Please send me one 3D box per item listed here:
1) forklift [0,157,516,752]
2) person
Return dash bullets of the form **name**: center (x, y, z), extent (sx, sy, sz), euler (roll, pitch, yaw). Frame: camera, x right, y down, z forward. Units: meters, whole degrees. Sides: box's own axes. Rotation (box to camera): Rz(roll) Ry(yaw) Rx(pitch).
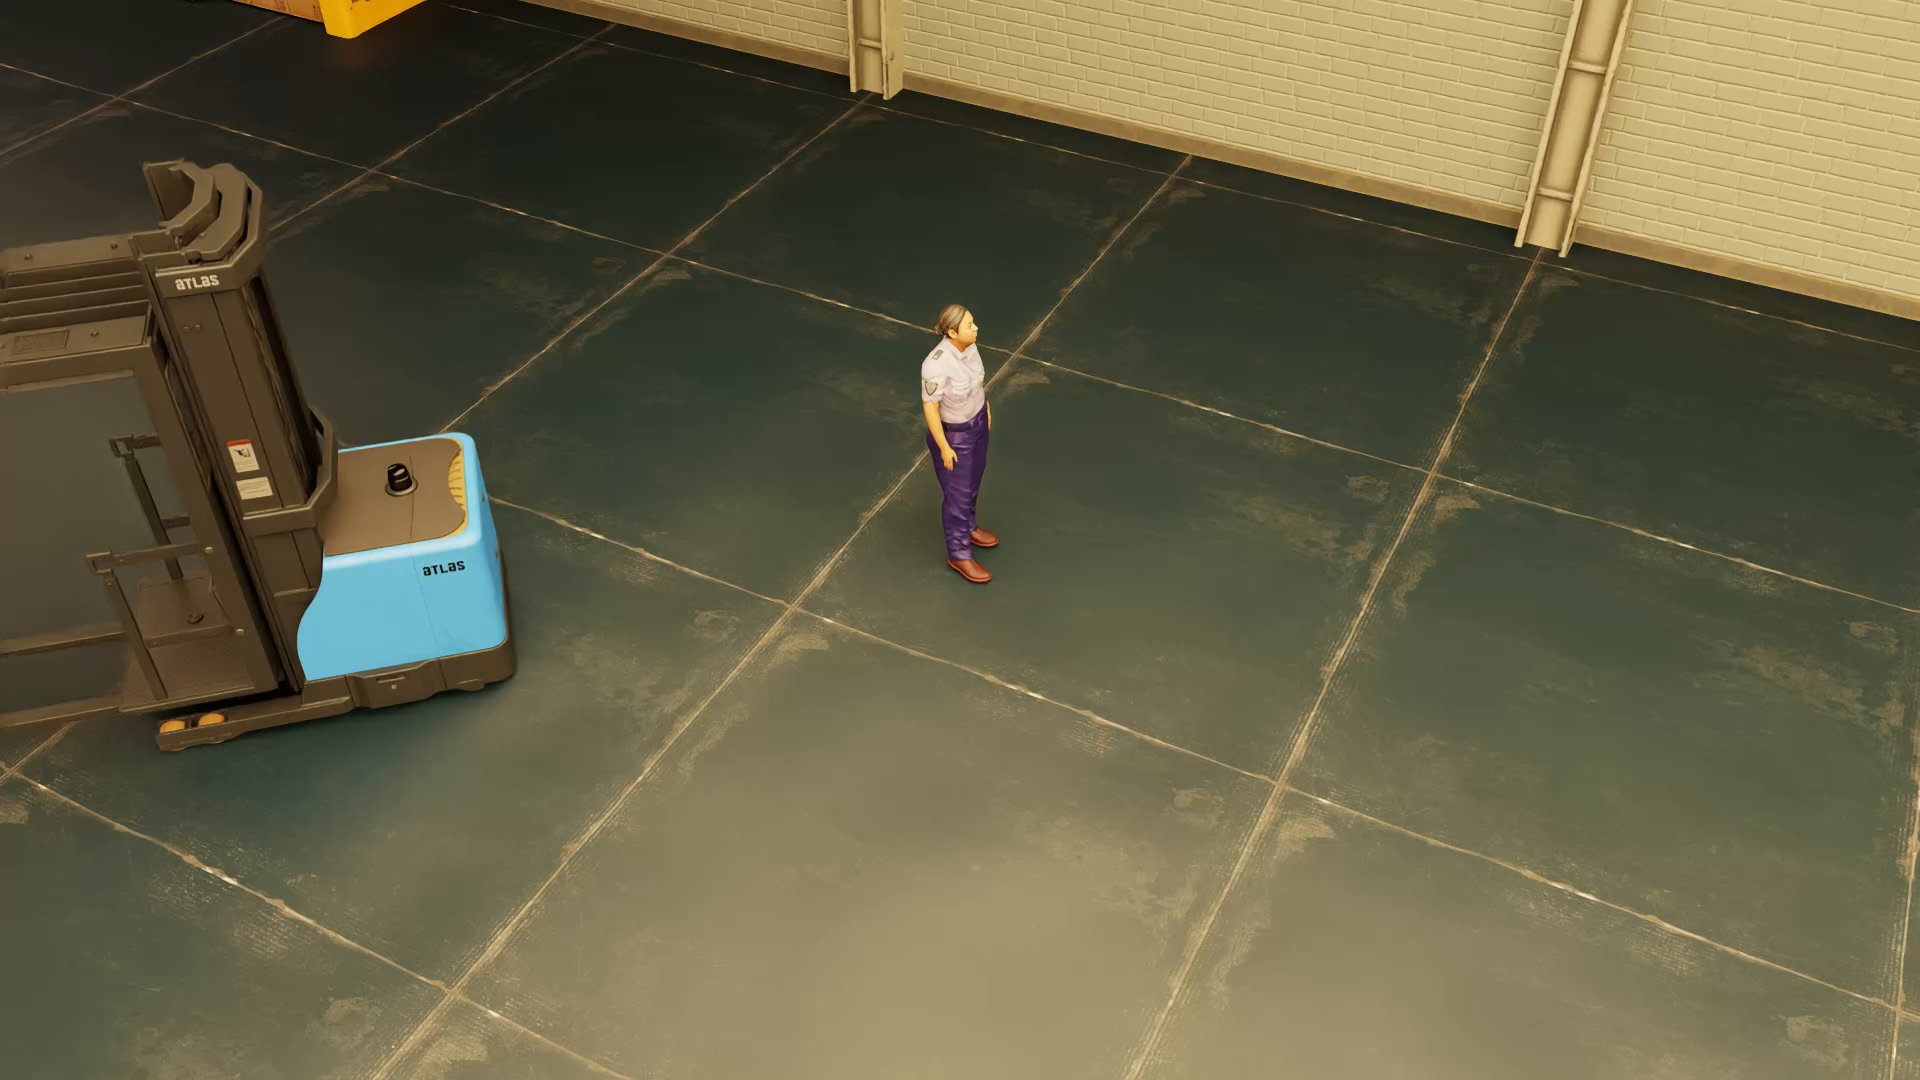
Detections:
- **forklift**: center (-4.060, -0.370, 8.426), extent (3.031, 2.935, 1.130), euler (-10, 41, -12)
- **person**: center (0.069, -0.596, 9.679), extent (0.502, 1.651, 0.598), euler (18, 43, 21)
